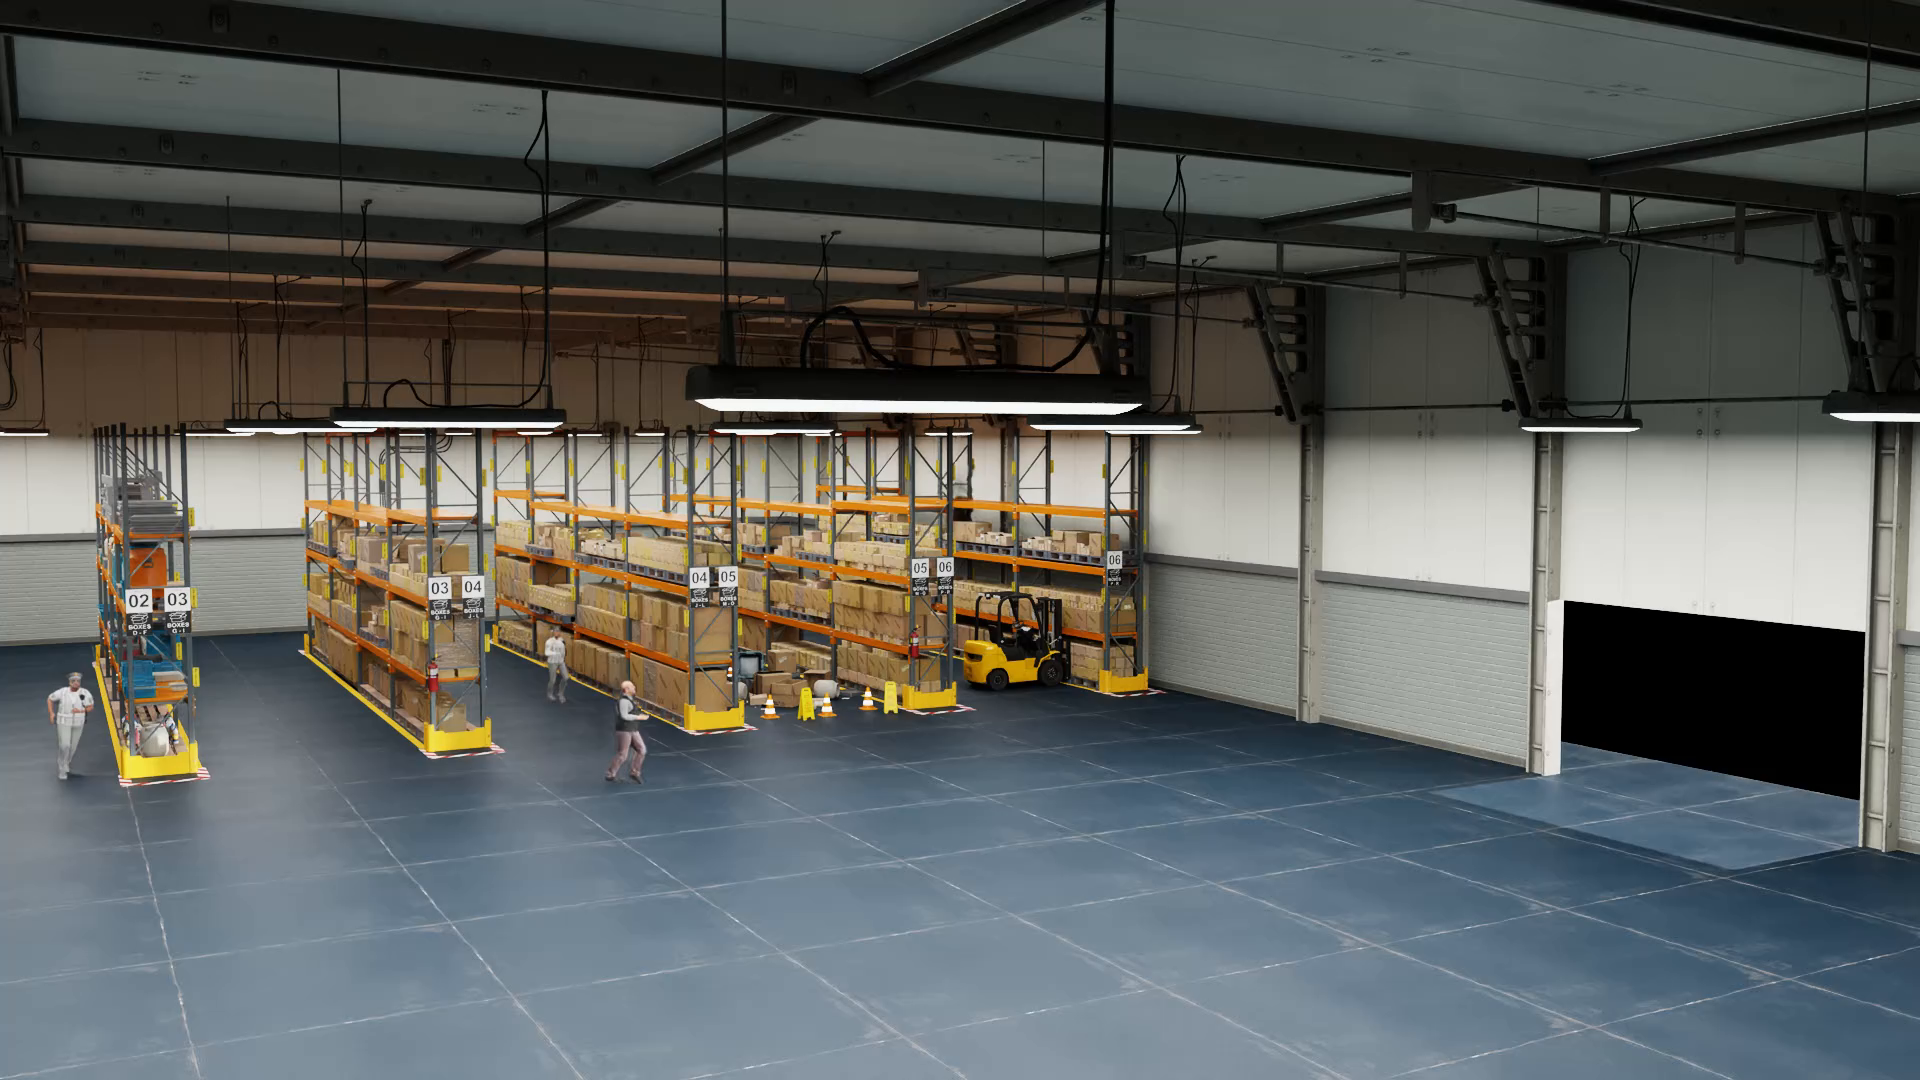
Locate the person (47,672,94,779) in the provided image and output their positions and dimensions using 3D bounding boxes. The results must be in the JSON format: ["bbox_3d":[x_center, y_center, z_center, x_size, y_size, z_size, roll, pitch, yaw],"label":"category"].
[{"bbox_3d":[-15.144,3.165,28.343,0.653,1.840,0.708,-3,5,-42],"label":"person"}]

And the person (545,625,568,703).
[{"bbox_3d":[-8.760,2.707,36.159,0.569,1.720,0.726,-3,4,-39],"label":"person"}]

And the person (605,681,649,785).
[{"bbox_3d":[-5.499,3.213,27.482,0.763,1.777,0.638,0,3,4],"label":"person"}]
